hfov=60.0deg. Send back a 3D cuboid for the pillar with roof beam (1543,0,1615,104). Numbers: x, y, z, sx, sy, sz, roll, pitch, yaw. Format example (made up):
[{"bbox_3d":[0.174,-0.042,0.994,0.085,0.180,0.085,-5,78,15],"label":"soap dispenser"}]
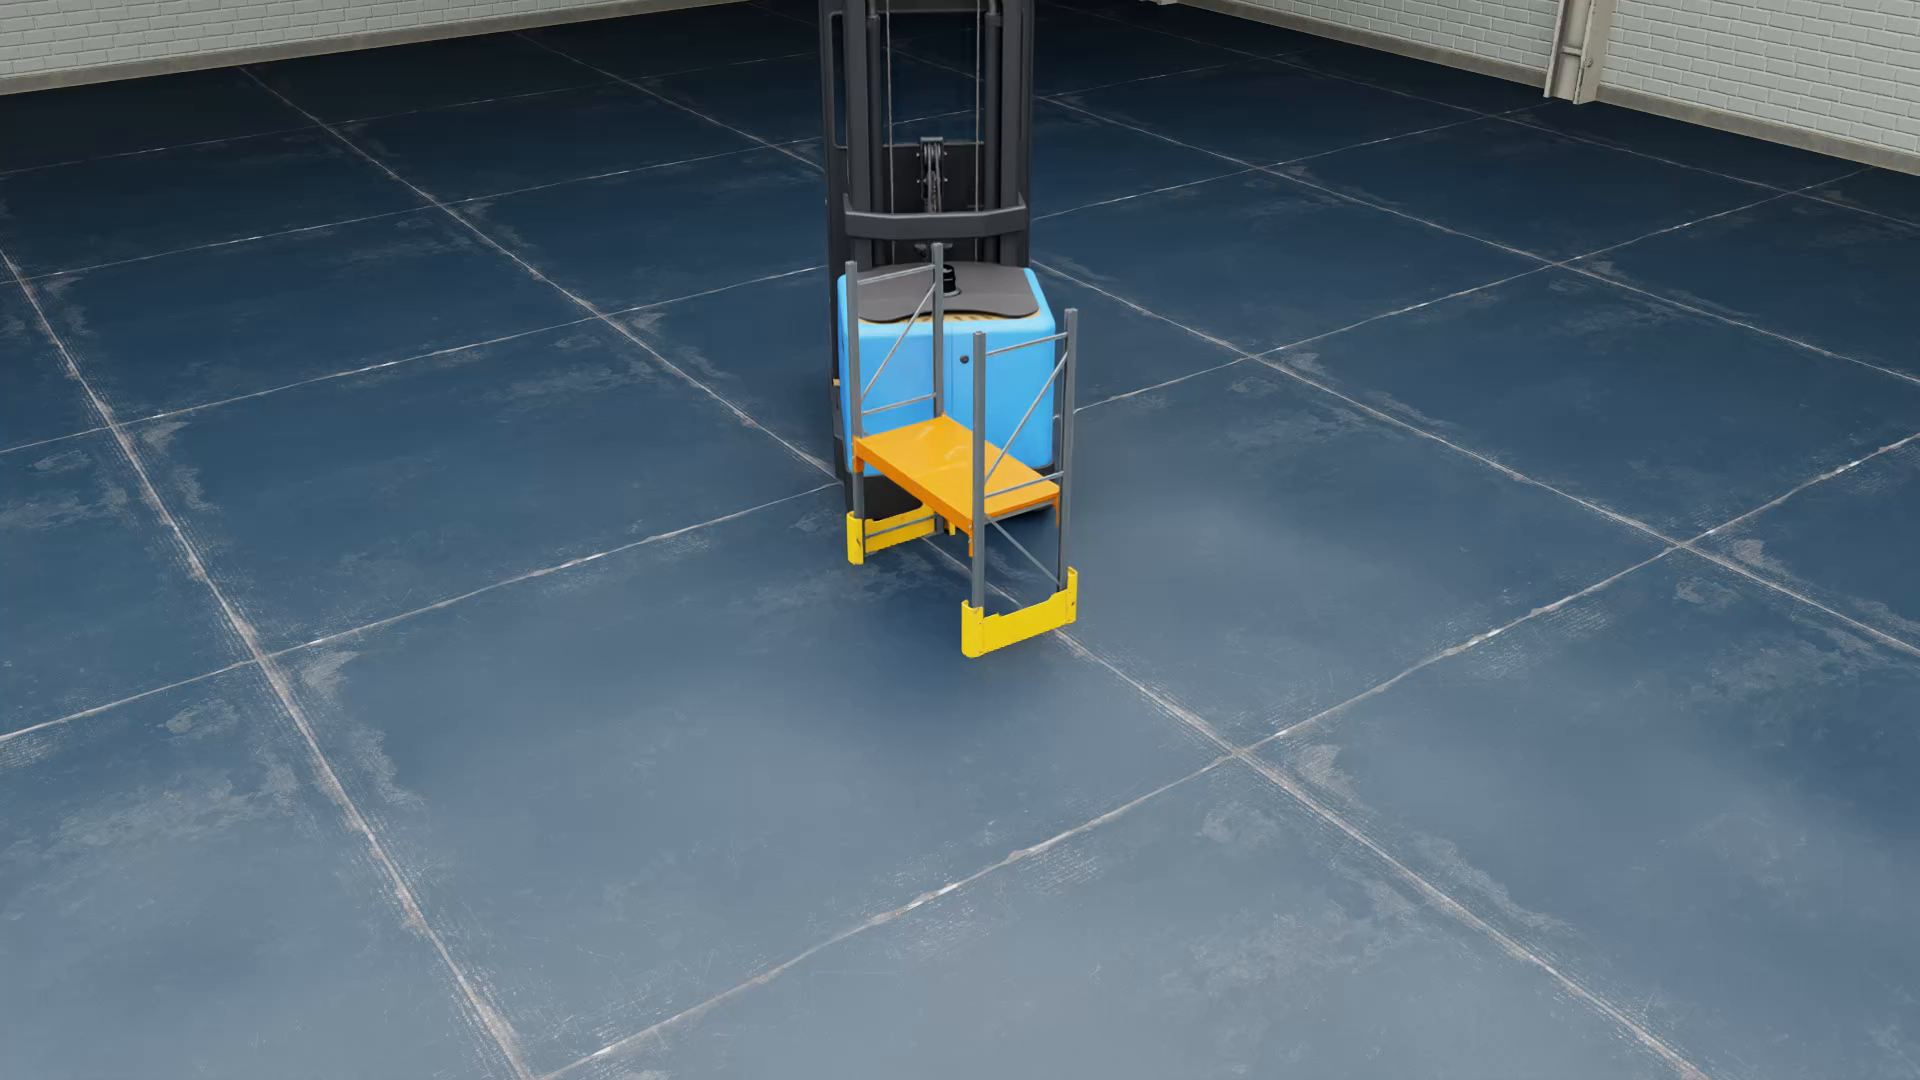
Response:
[{"bbox_3d":[2.419,-7.056,11.814,9.100,9.000,0.400,-19,34,-31],"label":"pillar with roof beam"}]

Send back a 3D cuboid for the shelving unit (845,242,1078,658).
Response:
[{"bbox_3d":[-0.007,-0.428,7.467,0.587,1.500,1.083,-18,33,-29],"label":"shelving unit"}]

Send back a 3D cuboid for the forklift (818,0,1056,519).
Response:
[{"bbox_3d":[-0.195,-2.069,8.988,1.130,2.935,3.031,-3,29,-5],"label":"forklift"}]

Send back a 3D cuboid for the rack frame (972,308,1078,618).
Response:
[{"bbox_3d":[0.268,-0.229,7.101,0.500,1.500,0.032,-18,33,-29],"label":"rack frame"}]

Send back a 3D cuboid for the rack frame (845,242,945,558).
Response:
[{"bbox_3d":[-0.293,-0.634,7.846,0.500,1.500,0.032,-18,33,-29],"label":"rack frame"}]

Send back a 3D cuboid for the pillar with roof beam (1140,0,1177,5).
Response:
[{"bbox_3d":[-1.061,-9.389,16.109,9.100,9.000,0.400,-19,34,-31],"label":"pillar with roof beam"}]

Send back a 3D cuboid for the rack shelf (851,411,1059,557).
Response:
[{"bbox_3d":[-0.012,-0.274,7.559,0.538,0.185,1.000,-18,33,-29],"label":"rack shelf"}]

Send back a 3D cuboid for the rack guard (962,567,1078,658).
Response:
[{"bbox_3d":[0.268,0.319,7.400,0.587,0.250,0.087,-18,33,-29],"label":"rack guard"}]

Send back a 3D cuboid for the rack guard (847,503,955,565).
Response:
[{"bbox_3d":[-0.282,-0.077,8.130,0.587,0.250,0.087,-18,33,-29],"label":"rack guard"}]
